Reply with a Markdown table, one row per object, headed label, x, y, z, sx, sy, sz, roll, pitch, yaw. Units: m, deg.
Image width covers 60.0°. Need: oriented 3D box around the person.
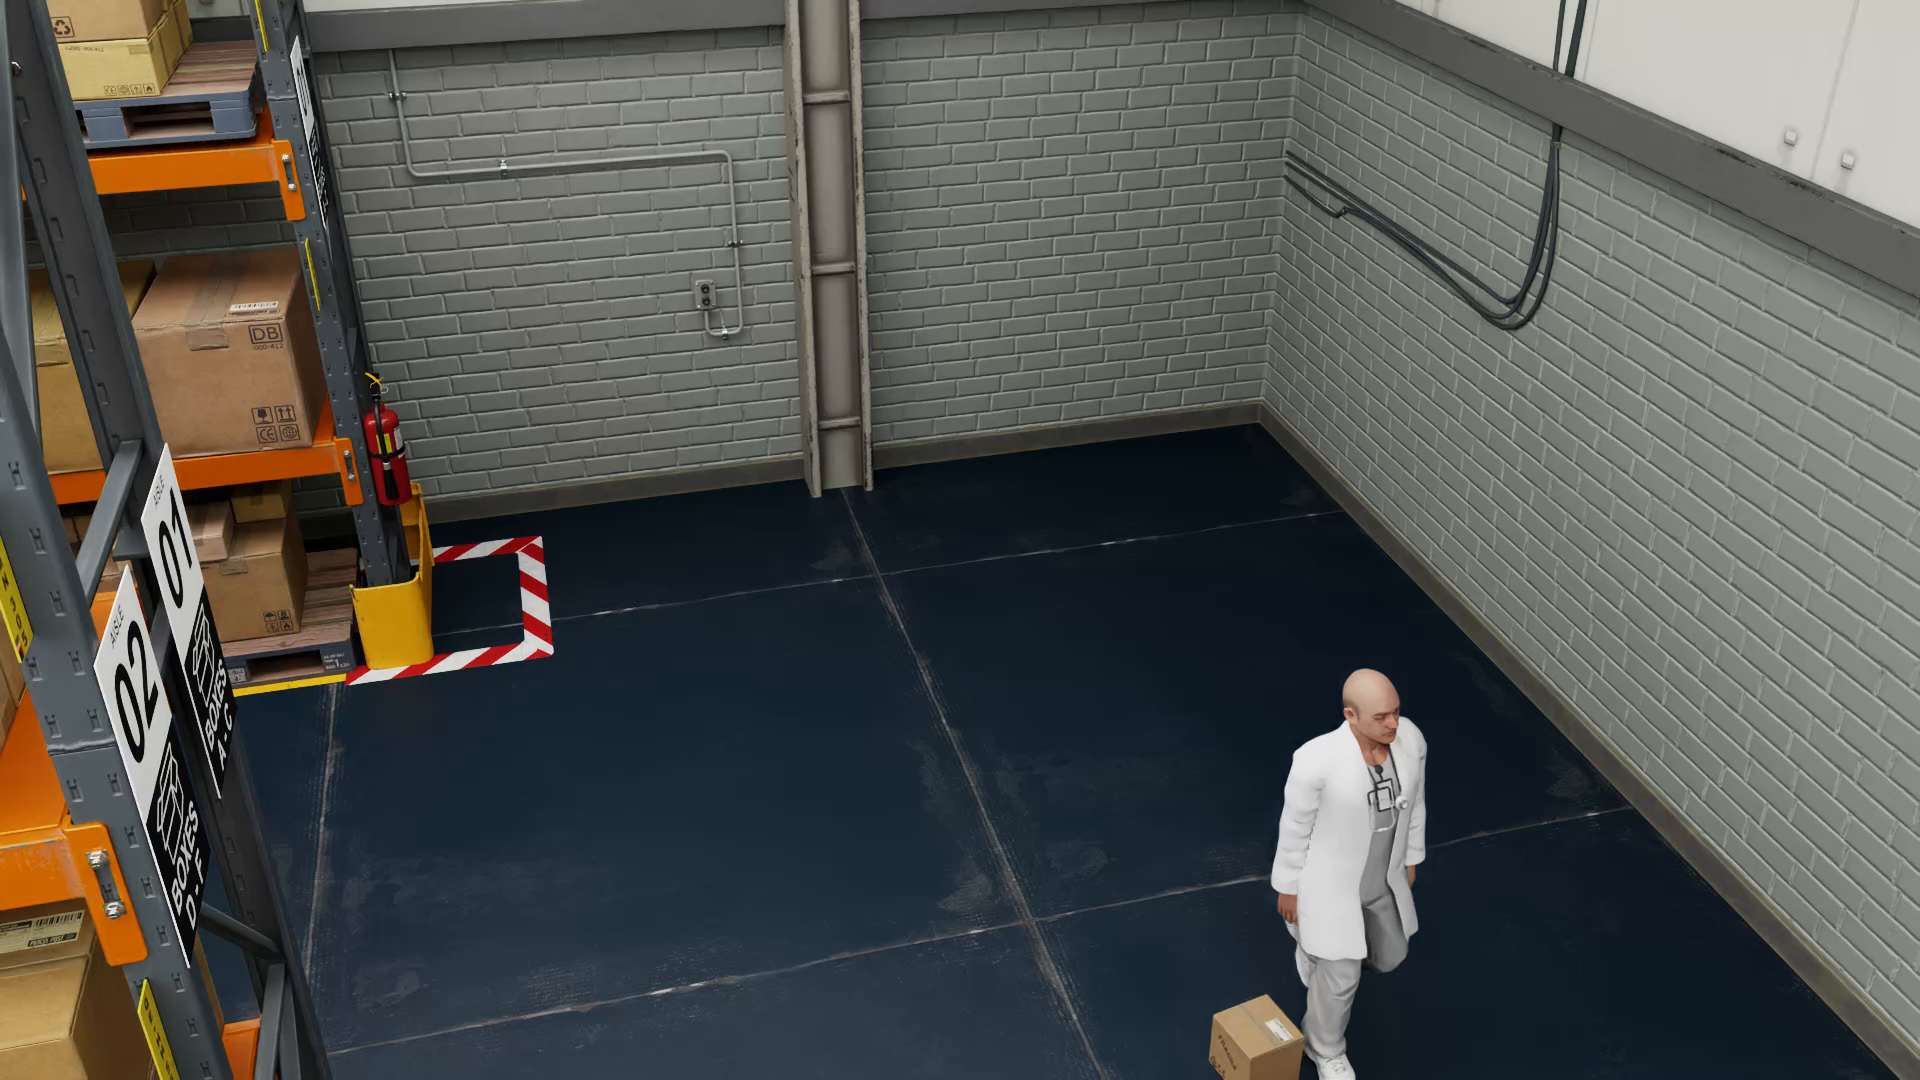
| label | x | y | z | sx | sy | sz | roll | pitch | yaw |
| --- | --- | --- | --- | --- | --- | --- | --- | --- | --- |
| person | 1.410 | 1.196 | 6.138 | 0.603 | 1.761 | 0.725 | -12 | 32 | -20 |
